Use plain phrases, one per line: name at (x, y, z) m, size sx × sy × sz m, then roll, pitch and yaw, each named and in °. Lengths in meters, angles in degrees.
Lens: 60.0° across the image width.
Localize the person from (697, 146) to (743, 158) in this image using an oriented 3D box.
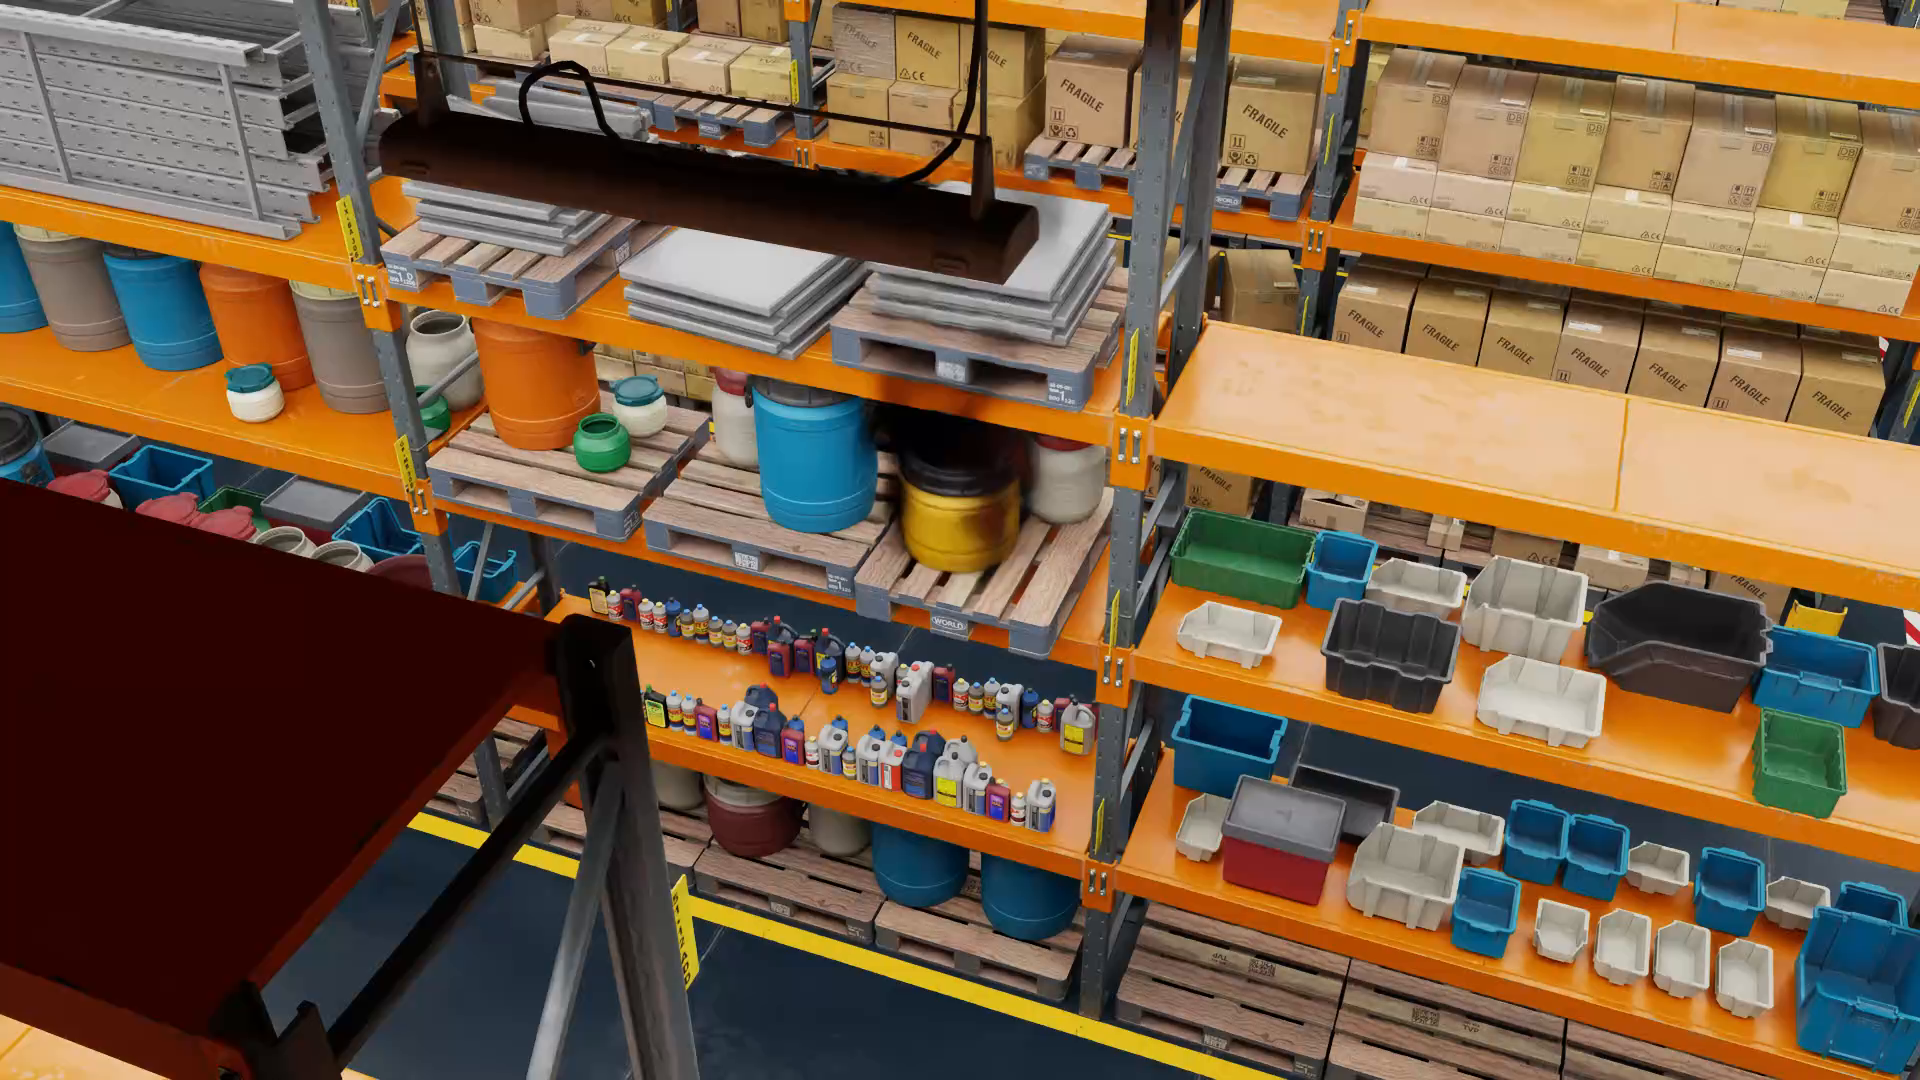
person at (-2.319, -3.579, 16.706) m, size 0.988 × 1.766 × 0.699 m, roll 8°, pitch 37°, yaw 11°
